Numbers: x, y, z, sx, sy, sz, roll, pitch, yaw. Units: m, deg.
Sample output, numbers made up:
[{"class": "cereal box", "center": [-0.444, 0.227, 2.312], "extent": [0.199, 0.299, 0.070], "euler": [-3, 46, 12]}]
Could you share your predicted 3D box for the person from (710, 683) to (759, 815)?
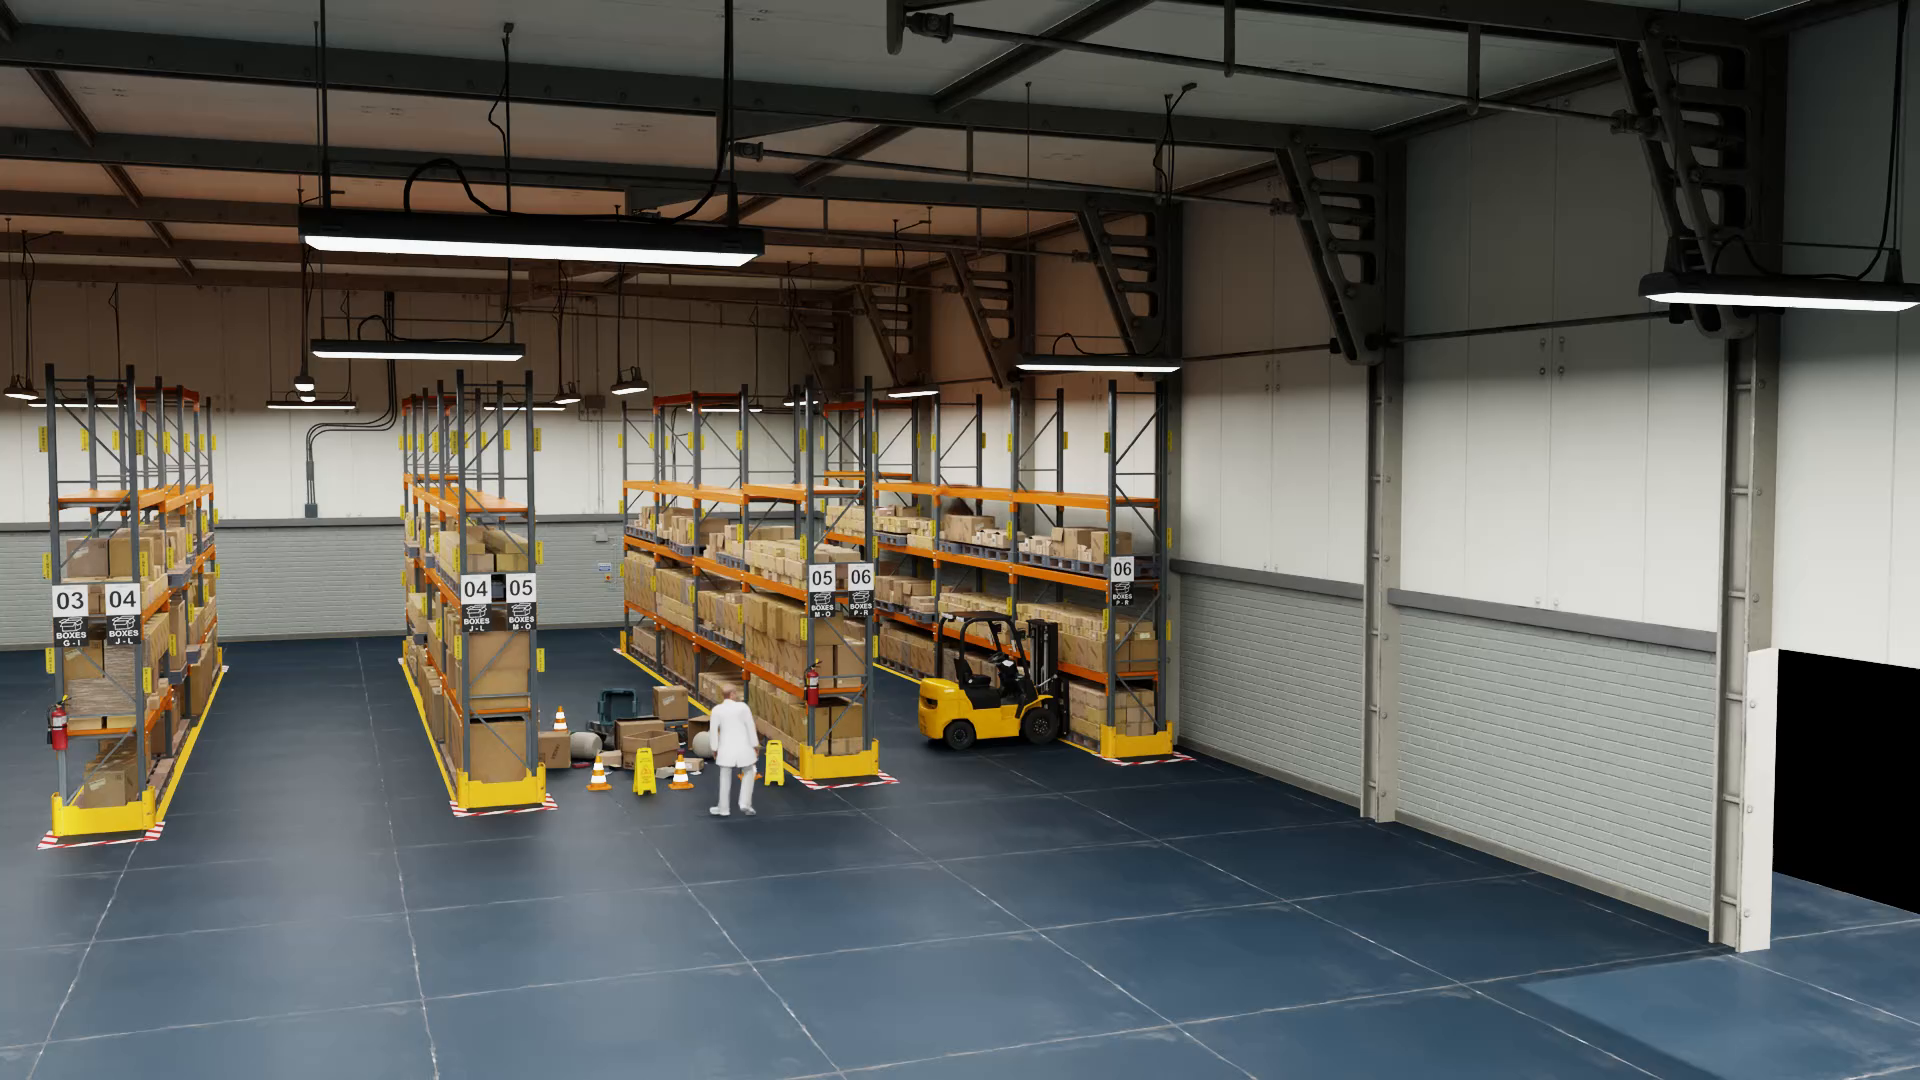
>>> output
[{"class": "person", "center": [-3.028, 2.814, 22.274], "extent": [0.684, 1.805, 0.464], "euler": [0, 3, -3]}]
